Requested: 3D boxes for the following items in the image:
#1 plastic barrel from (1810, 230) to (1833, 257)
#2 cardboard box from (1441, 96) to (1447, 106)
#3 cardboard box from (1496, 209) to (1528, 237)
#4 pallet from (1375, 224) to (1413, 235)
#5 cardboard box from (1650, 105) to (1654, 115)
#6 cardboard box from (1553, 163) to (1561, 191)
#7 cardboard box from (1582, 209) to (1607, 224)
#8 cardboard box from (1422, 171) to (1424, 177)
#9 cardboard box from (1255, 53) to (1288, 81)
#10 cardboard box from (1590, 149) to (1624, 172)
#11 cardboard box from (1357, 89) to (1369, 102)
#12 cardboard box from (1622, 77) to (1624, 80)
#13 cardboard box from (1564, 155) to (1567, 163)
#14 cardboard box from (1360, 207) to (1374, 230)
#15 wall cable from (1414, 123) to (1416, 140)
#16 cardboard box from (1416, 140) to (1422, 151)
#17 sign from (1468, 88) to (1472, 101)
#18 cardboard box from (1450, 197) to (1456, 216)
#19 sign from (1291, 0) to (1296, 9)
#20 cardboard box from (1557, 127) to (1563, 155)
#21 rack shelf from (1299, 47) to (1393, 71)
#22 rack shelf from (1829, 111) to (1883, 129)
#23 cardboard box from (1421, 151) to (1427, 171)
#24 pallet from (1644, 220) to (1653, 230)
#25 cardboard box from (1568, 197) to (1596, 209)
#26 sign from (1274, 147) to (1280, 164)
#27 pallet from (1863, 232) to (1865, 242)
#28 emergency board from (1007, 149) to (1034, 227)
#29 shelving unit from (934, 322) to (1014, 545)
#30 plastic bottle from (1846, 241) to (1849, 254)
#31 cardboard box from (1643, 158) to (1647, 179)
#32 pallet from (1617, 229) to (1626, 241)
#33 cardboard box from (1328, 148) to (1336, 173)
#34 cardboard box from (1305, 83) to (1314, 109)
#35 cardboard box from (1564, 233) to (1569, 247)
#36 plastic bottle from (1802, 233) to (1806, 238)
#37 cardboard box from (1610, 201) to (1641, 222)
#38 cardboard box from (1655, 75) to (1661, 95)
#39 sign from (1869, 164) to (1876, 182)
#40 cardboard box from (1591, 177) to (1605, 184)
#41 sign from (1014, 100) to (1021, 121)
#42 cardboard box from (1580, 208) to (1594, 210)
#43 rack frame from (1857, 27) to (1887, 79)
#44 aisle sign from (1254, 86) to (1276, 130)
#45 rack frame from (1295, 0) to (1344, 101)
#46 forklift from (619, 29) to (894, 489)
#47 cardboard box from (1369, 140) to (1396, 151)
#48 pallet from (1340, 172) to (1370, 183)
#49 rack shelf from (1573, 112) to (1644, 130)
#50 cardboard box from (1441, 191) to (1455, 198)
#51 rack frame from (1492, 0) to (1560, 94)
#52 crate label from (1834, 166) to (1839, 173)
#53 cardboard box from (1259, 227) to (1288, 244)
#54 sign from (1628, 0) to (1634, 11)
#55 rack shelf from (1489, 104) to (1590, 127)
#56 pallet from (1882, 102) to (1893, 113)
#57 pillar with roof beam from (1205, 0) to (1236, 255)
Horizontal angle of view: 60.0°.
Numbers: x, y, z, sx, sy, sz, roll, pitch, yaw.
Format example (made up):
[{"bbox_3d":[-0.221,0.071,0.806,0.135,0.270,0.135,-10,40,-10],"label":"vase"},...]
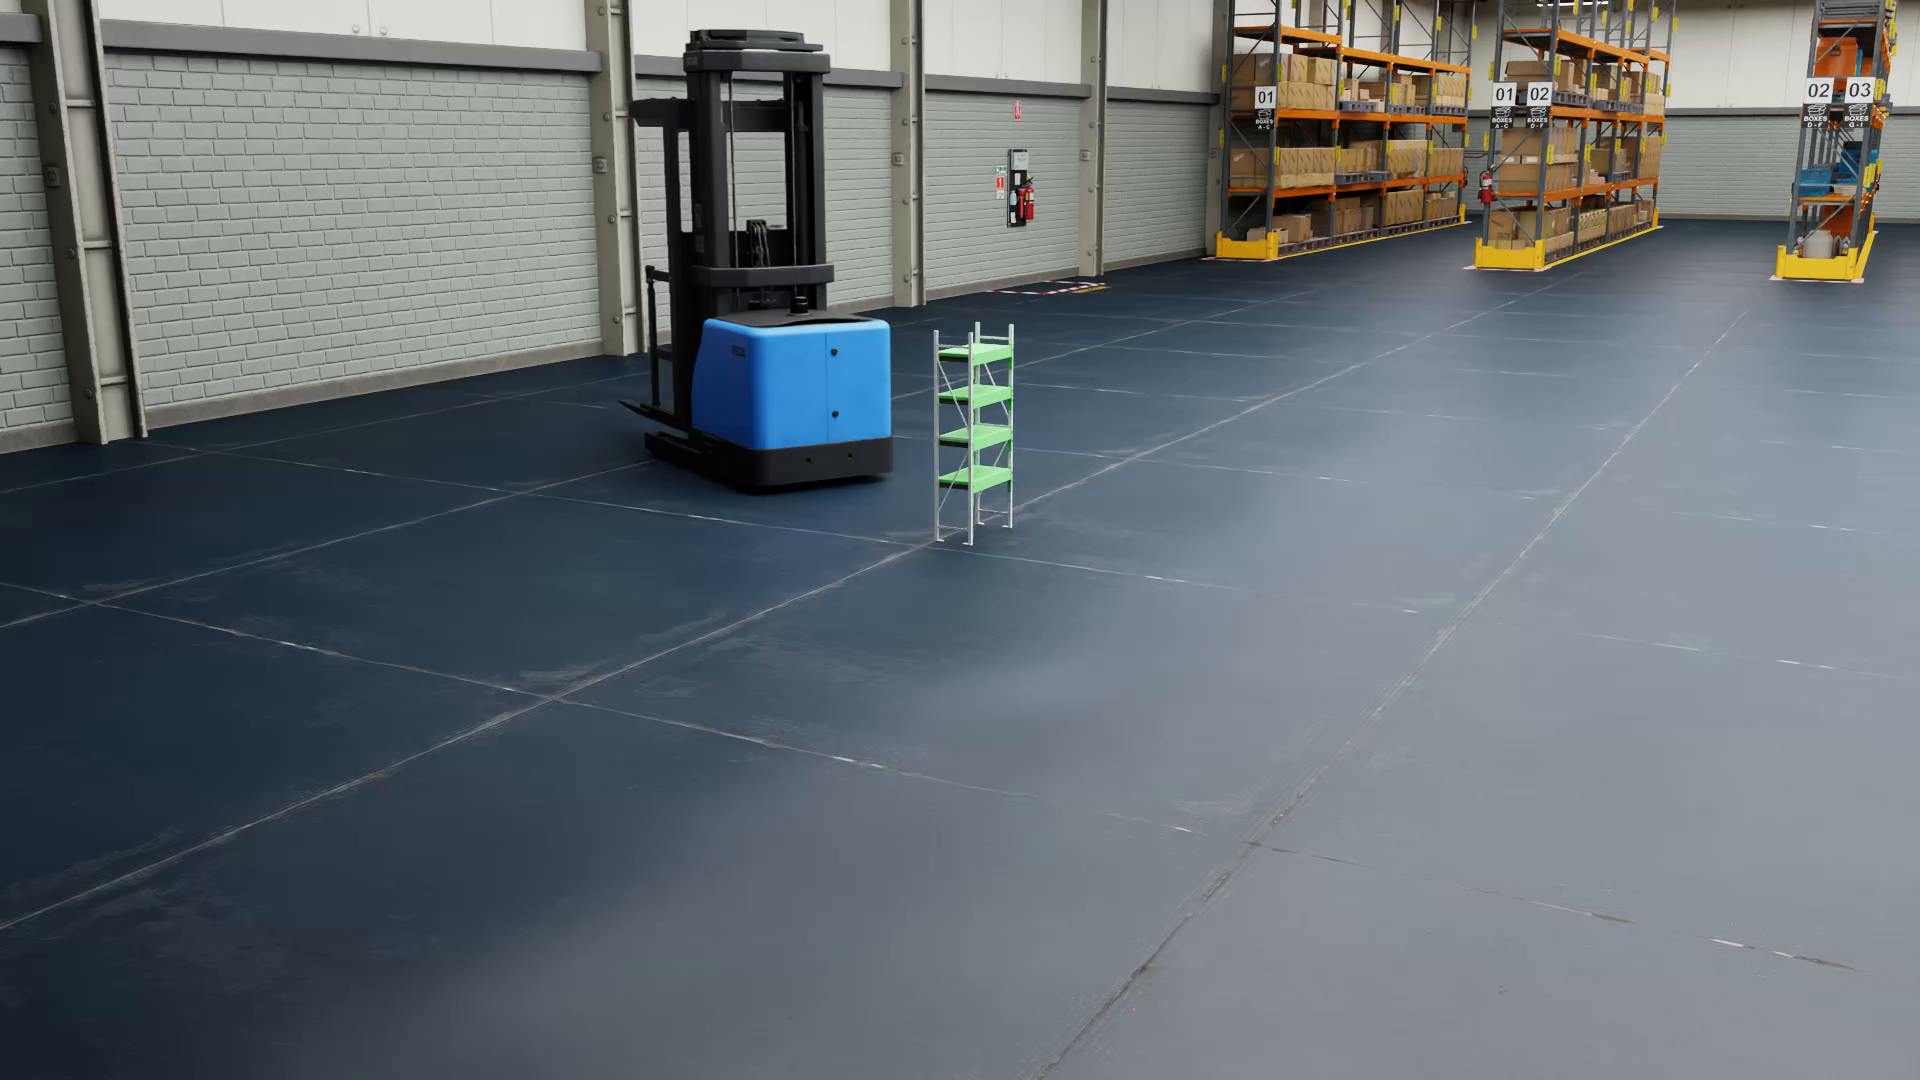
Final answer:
[{"bbox_3d":[14.683,-5.037,28.439,0.421,0.512,0.421,0,14,0],"label":"plastic barrel"},{"bbox_3d":[12.142,-11.233,42.538,0.500,0.250,0.500,7,15,27],"label":"cardboard box"},{"bbox_3d":[10.325,-5.940,31.145,0.500,0.500,0.500,7,15,28],"label":"cardboard box"},{"bbox_3d":[10.422,-7.607,40.635,1.003,0.211,1.213,7,15,28],"label":"pallet"},{"bbox_3d":[16.596,-10.481,40.529,0.500,0.250,0.500,7,15,28],"label":"cardboard box"},{"bbox_3d":[10.838,-6.819,31.204,0.700,0.500,0.500,8,16,30],"label":"cardboard box"},{"bbox_3d":[13.685,-7.004,35.959,0.500,0.311,0.500,8,16,30],"label":"cardboard box"},{"bbox_3d":[11.403,-9.166,41.649,0.380,0.149,0.250,8,15,29],"label":"cardboard box"},{"bbox_3d":[5.916,-8.972,31.561,0.500,0.500,0.500,6,15,24],"label":"cardboard box"},{"bbox_3d":[14.538,-8.560,37.530,0.700,0.500,0.500,11,17,38],"label":"cardboard box"},{"bbox_3d":[8.677,-9.822,37.213,0.797,0.503,0.637,10,17,36],"label":"cardboard box"},{"bbox_3d":[14.706,-10.210,37.763,0.600,0.600,0.600,7,15,26],"label":"cardboard box"},{"bbox_3d":[11.230,-7.202,31.410,0.380,0.149,0.250,8,16,30],"label":"cardboard box"},{"bbox_3d":[9.082,-7.405,38.242,0.700,0.500,0.500,8,16,29],"label":"cardboard box"},{"bbox_3d":[13.043,-11.065,46.861,0.084,1.984,1.851,7,15,28],"label":"wall cable"},{"bbox_3d":[11.061,-9.719,40.957,0.500,0.250,0.500,8,16,29],"label":"cardboard box"},{"bbox_3d":[13.720,-11.987,44.733,0.100,0.325,0.005,7,15,28],"label":"sign"},{"bbox_3d":[13.001,-9.035,45.047,0.700,0.500,0.500,7,15,28],"label":"cardboard box"},{"bbox_3d":[6.962,-11.248,34.659,0.100,0.325,0.005,7,15,28],"label":"sign"},{"bbox_3d":[10.852,-7.457,31.084,0.700,0.500,0.500,7,15,28],"label":"cardboard box"},{"bbox_3d":[8.418,-10.522,36.364,1.077,0.370,4.000,7,15,28],"label":"rack shelf"},{"bbox_3d":[19.024,-8.956,35.417,1.077,0.370,4.000,7,15,28],"label":"rack shelf"},{"bbox_3d":[11.316,-9.460,41.482,0.500,0.500,0.500,7,15,27],"label":"cardboard box"},{"bbox_3d":[17.169,-8.105,42.705,1.003,0.211,1.213,7,15,28],"label":"pallet"},{"bbox_3d":[13.993,-7.593,37.423,0.500,0.250,0.500,8,16,30],"label":"cardboard box"},{"bbox_3d":[5.992,-7.278,31.474,0.100,0.325,0.005,7,15,28],"label":"sign"},{"bbox_3d":[19.581,-6.749,37.076,1.003,0.211,1.213,7,15,28],"label":"pallet"},{"bbox_3d":[0.970,-5.426,25.641,0.194,1.169,0.643,7,15,28],"label":"emergency board"},{"bbox_3d":[0.080,-0.617,9.534,0.258,1.200,0.503,7,15,28],"label":"shelving unit"},{"bbox_3d":[15.464,-5.070,29.022,0.061,0.283,0.133,8,16,29],"label":"plastic bottle"},{"bbox_3d":[16.386,-9.047,40.449,0.500,0.500,0.500,8,16,29],"label":"cardboard box"},{"bbox_3d":[14.708,-7.042,38.292,1.003,0.211,1.213,7,15,28],"label":"pallet"},{"bbox_3d":[7.493,-7.908,34.614,0.500,0.500,0.500,7,15,28],"label":"cardboard box"},{"bbox_3d":[6.676,-8.801,32.982,0.500,0.500,0.500,8,16,31],"label":"cardboard box"},{"bbox_3d":[11.506,-5.825,32.264,0.500,0.250,0.500,7,15,28],"label":"cardboard box"},{"bbox_3d":[15.370,-5.424,30.345,0.144,0.351,0.185,8,16,30],"label":"plastic bottle"},{"bbox_3d":[16.560,-8.206,41.560,0.797,0.503,0.637,7,15,28],"label":"cardboard box"},{"bbox_3d":[17.356,-11.526,42.196,0.700,0.500,0.500,7,15,28],"label":"cardboard box"},{"bbox_3d":[16.600,-6.686,30.278,0.100,0.325,0.005,7,15,28],"label":"sign"},{"bbox_3d":[13.530,-7.661,35.448,0.380,0.149,0.250,7,15,28],"label":"cardboard box"},{"bbox_3d":[0.879,-6.563,25.409,0.001,0.298,0.199,7,15,28],"label":"sign"},{"bbox_3d":[13.969,-7.216,37.461,0.500,0.500,0.500,8,16,30],"label":"cardboard box"},{"bbox_3d":[16.123,-9.533,29.875,1.000,3.000,0.127,7,15,28],"label":"rack frame"},{"bbox_3d":[5.745,-8.133,31.323,0.394,0.787,0.004,7,15,28],"label":"aisle sign"},{"bbox_3d":[7.451,-10.655,34.531,1.000,3.000,0.127,7,15,28],"label":"rack frame"},{"bbox_3d":[-1.638,-2.055,11.803,1.130,2.935,3.031,-8,16,-30],"label":"forklift"},{"bbox_3d":[9.844,-9.197,38.791,0.500,0.250,0.500,8,16,29],"label":"cardboard box"},{"bbox_3d":[8.463,-8.056,36.957,1.003,0.211,1.213,7,15,28],"label":"pallet"},{"bbox_3d":[14.690,-9.518,37.748,1.077,0.370,4.000,7,15,28],"label":"rack shelf"},{"bbox_3d":[13.099,-9.303,44.776,0.380,0.149,0.250,7,15,27],"label":"cardboard box"},{"bbox_3d":[9.855,-9.274,28.802,1.000,3.000,0.127,7,15,28],"label":"rack frame"},{"bbox_3d":[17.340,-7.281,33.260,0.502,0.435,0.616,7,15,28],"label":"crate label"},{"bbox_3d":[6.206,-6.074,33.125,0.500,0.311,0.500,9,16,33],"label":"cardboard box"},{"bbox_3d":[14.210,-11.385,35.224,0.100,0.325,0.005,7,15,28],"label":"sign"},{"bbox_3d":[10.822,-7.877,30.940,1.077,0.370,4.000,7,15,28],"label":"rack shelf"},{"bbox_3d":[19.697,-9.452,36.344,1.213,0.211,1.003,7,15,28],"label":"pallet"},{"bbox_3d":[8.867,-9.589,30.106,9.100,9.000,0.400,7,15,28],"label":"pillar with roof beam"}]
